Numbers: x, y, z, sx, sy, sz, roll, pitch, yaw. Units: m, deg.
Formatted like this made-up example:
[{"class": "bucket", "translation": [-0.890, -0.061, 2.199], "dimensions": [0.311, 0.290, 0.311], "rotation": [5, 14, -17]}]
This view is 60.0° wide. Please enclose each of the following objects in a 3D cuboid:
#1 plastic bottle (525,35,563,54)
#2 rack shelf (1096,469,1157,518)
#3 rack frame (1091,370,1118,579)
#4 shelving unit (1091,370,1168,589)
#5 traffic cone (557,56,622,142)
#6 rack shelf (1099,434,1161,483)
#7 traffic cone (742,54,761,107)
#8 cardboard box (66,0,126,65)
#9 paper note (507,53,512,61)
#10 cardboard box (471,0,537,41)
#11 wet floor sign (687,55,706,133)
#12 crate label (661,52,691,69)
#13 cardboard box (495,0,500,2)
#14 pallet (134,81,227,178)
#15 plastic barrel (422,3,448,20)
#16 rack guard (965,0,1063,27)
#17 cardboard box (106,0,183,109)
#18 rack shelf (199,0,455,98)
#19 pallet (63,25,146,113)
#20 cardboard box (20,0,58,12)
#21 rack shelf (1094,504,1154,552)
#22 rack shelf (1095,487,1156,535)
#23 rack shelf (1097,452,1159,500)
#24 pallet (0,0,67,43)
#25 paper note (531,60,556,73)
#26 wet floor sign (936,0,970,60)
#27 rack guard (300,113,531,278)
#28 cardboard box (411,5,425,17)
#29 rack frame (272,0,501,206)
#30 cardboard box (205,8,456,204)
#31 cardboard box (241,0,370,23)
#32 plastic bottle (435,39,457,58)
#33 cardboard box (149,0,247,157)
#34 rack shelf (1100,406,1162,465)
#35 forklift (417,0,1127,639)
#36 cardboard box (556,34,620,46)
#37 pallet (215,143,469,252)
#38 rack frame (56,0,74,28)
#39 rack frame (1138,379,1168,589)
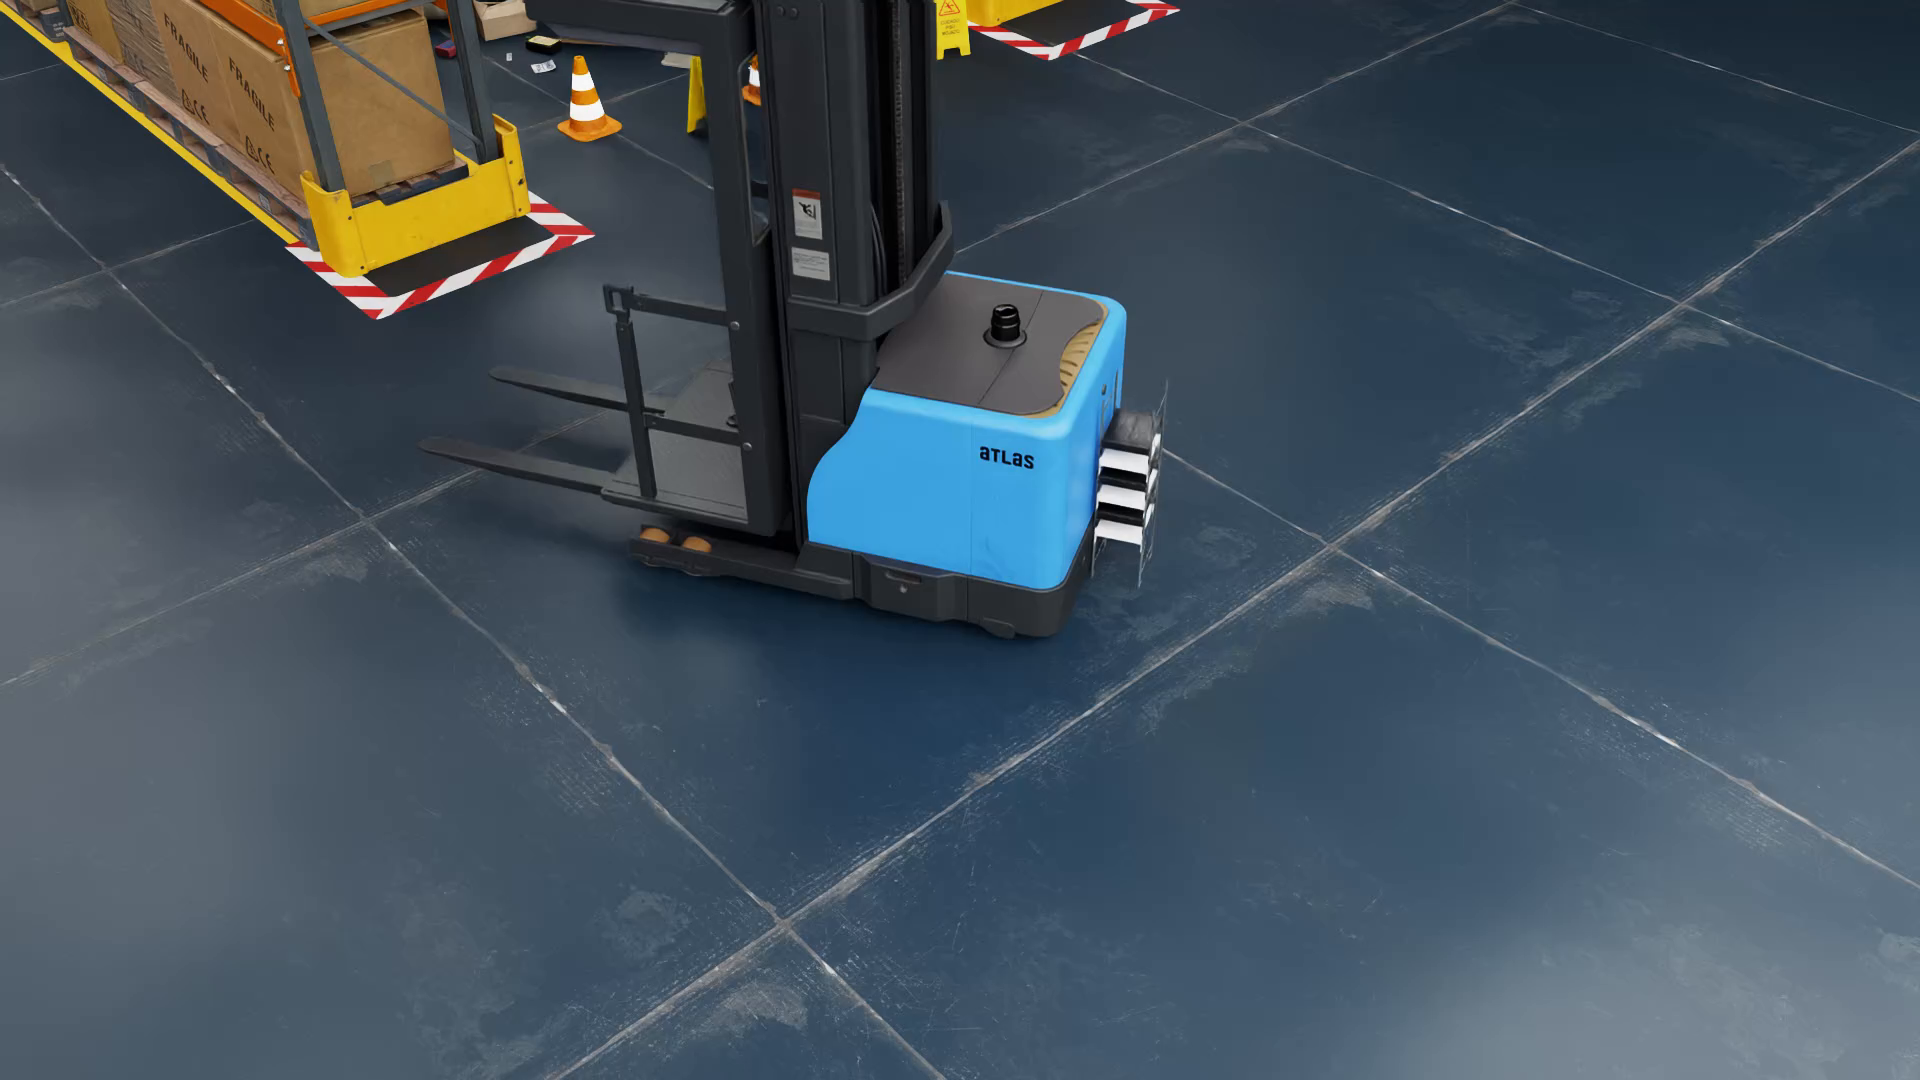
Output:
[{"class": "plastic bottle", "translation": [-2.884, -3.406, 11.419], "dimensions": [0.283, 0.061, 0.133], "rotation": [18, 42, 21]}, {"class": "rack shelf", "translation": [0.691, -0.212, 6.849], "dimensions": [0.200, 0.077, 0.258], "rotation": [12, 40, 14]}, {"class": "rack frame", "translation": [0.594, -0.257, 6.853], "dimensions": [0.006, 0.900, 0.240], "rotation": [12, 40, 14]}, {"class": "shelving unit", "translation": [0.691, -0.237, 6.828], "dimensions": [0.210, 0.900, 0.258], "rotation": [12, 40, 14]}, {"class": "traffic cone", "translation": [-2.328, -2.772, 10.314], "dimensions": [0.336, 0.463, 0.334], "rotation": [-30, 48, -32]}, {"class": "rack shelf", "translation": [0.691, -0.352, 6.736], "dimensions": [0.200, 0.077, 0.258], "rotation": [12, 40, 14]}, {"class": "traffic cone", "translation": [-1.266, -3.095, 10.714], "dimensions": [0.336, 0.463, 0.334], "rotation": [-30, 48, -32]}, {"class": "cardboard box", "translation": [-5.346, -3.777, 10.896], "dimensions": [0.875, 0.875, 0.875], "rotation": [-29, 47, -31]}, {"class": "paper note", "translation": [-3.067, -3.287, 11.312], "dimensions": [0.032, 0.001, 0.123], "rotation": [-8, 40, -10]}, {"class": "cardboard box", "translation": [-3.201, -3.684, 11.601], "dimensions": [0.396, 0.266, 0.258], "rotation": [-22, 44, -25]}, {"class": "wet floor sign", "translation": [-1.537, -2.822, 10.230], "dimensions": [0.232, 0.644, 0.267], "rotation": [26, 45, 28]}, {"class": "crate label", "translation": [-1.843, -3.305, 11.234], "dimensions": [0.298, 0.136, 0.250], "rotation": [11, 40, 13]}, {"class": "cardboard box", "translation": [-3.128, -4.308, 12.075], "dimensions": [0.797, 0.637, 0.503], "rotation": [-30, 48, -32]}, {"class": "pallet", "translation": [-4.434, -2.726, 10.457], "dimensions": [1.003, 0.211, 1.213], "rotation": [-30, 48, -32]}, {"class": "plastic barrel", "translation": [-3.823, -3.885, 11.724], "dimensions": [0.512, 0.421, 0.421], "rotation": [-2, 39, -2]}, {"class": "rack guard", "translation": [0.512, -4.123, 11.957], "dimensions": [1.175, 0.500, 0.348], "rotation": [-30, 48, -32]}, {"class": "cardboard box", "translation": [-4.734, -3.361, 10.381], "dimensions": [0.875, 0.875, 0.875], "rotation": [-30, 47, -31]}, {"class": "rack shelf", "translation": [-4.367, -3.555, 9.837], "dimensions": [1.077, 0.370, 4.000], "rotation": [-30, 48, -32]}, {"class": "pallet", "translation": [-5.263, -3.291, 11.157], "dimensions": [1.003, 0.211, 1.213], "rotation": [-30, 48, -32]}, {"class": "cardboard box", "translation": [-6.206, -4.298, 11.641], "dimensions": [1.050, 0.750, 0.750], "rotation": [-30, 48, -32]}, {"class": "rack shelf", "translation": [0.691, -0.072, 6.962], "dimensions": [0.200, 0.077, 0.258], "rotation": [12, 40, 14]}, {"class": "rack shelf", "translation": [0.691, -0.142, 6.905], "dimensions": [0.200, 0.077, 0.258], "rotation": [12, 40, 14]}, {"class": "rack shelf", "translation": [0.691, -0.282, 6.792], "dimensions": [0.200, 0.077, 0.258], "rotation": [12, 40, 14]}, {"class": "pallet", "translation": [-6.297, -4.001, 12.036], "dimensions": [1.003, 0.211, 1.213], "rotation": [-30, 48, -32]}, {"class": "paper note", "translation": [-2.796, -3.182, 11.167], "dimensions": [0.144, 0.017, 0.142], "rotation": [-15, 41, -17]}, {"class": "wet floor sign", "translation": [-0.097, -3.601, 11.196], "dimensions": [0.267, 0.644, 0.232], "rotation": [-15, 41, -17]}, {"class": "rack guard", "translation": [-2.998, -1.926, 9.237], "dimensions": [1.175, 0.500, 0.348], "rotation": [-30, 48, -32]}, {"class": "cardboard box", "translation": [-3.914, -3.507, 11.192], "dimensions": [0.500, 0.500, 0.500], "rotation": [-22, 44, -25]}, {"class": "rack frame", "translation": [-3.015, -2.910, 8.465], "dimensions": [1.000, 3.000, 0.127], "rotation": [-30, 48, -32]}, {"class": "cardboard box", "translation": [-3.522, -2.532, 9.355], "dimensions": [0.875, 0.875, 0.875], "rotation": [-30, 47, -32]}, {"class": "cardboard box", "translation": [-3.299, -3.120, 8.607], "dimensions": [0.875, 0.550, 0.550], "rotation": [-30, 48, -32]}, {"class": "plastic bottle", "translation": [-3.454, -3.389, 11.398], "dimensions": [0.133, 0.061, 0.283], "rotation": [18, 42, 21]}, {"class": "cardboard box", "translation": [-4.119, -2.938, 9.858], "dimensions": [0.875, 0.875, 0.875], "rotation": [-31, 48, -32]}, {"class": "rack shelf", "translation": [0.691, -0.422, 6.679], "dimensions": [0.200, 0.077, 0.258], "rotation": [12, 40, 14]}, {"class": "forklift", "translation": [-0.884, -1.288, 6.513], "dimensions": [3.031, 2.935, 1.130], "rotation": [12, 40, 14]}, {"class": "cardboard box", "translation": [-2.490, -3.826, 11.586], "dimensions": [0.637, 0.503, 0.797], "rotation": [5, 39, 6]}, {"class": "pallet", "translation": [-3.613, -2.162, 9.758], "dimensions": [1.003, 0.211, 1.213], "rotation": [-30, 48, -32]}, {"class": "rack frame", "translation": [-5.720, -4.761, 10.757], "dimensions": [1.000, 3.000, 0.127], "rotation": [-30, 48, -32]}, {"class": "rack frame", "translation": [0.788, -0.217, 6.803], "dimensions": [0.006, 0.900, 0.240], "rotation": [12, 40, 14]}]
